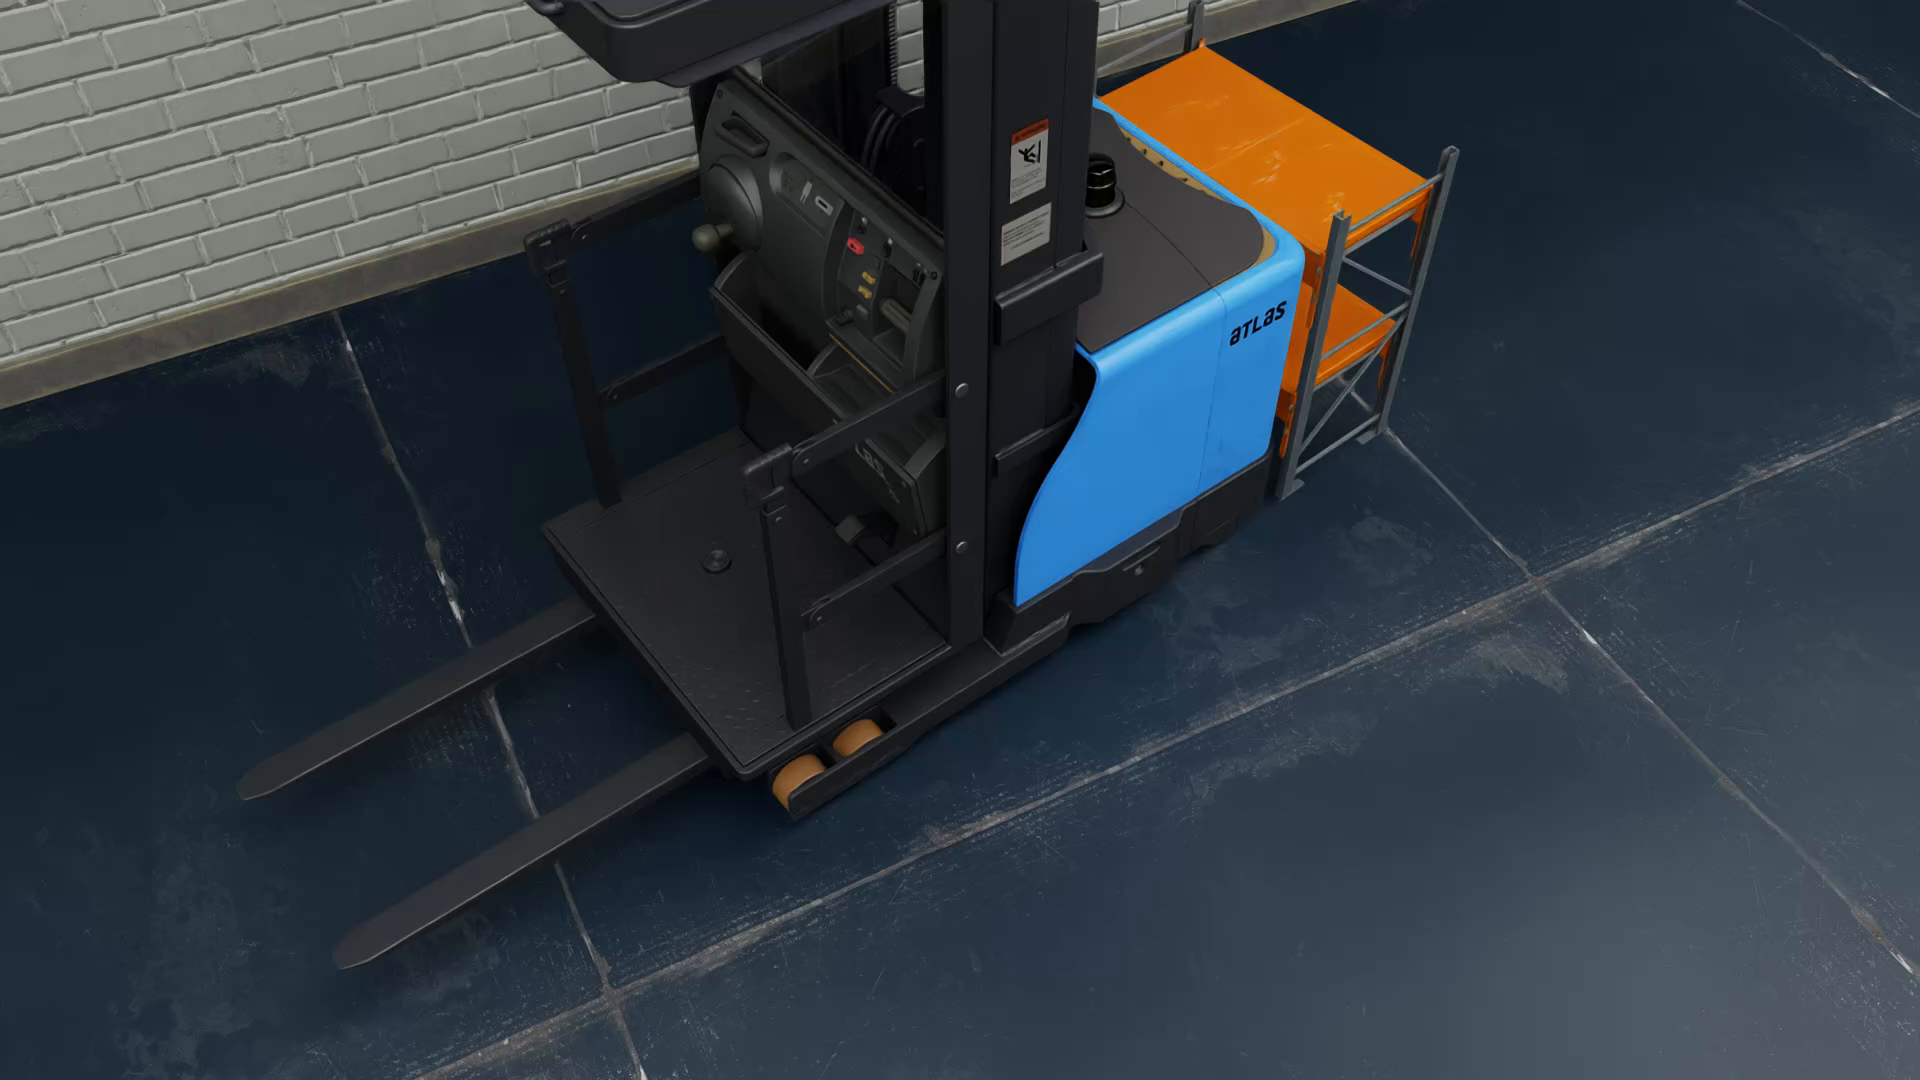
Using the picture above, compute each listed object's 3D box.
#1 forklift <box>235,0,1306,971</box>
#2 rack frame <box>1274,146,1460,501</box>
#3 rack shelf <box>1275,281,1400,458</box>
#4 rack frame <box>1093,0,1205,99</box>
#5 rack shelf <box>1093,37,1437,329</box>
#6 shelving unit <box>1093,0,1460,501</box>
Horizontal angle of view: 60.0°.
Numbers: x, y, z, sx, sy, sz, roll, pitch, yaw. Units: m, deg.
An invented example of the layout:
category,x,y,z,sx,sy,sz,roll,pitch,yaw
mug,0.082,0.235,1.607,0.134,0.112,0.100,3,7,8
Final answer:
category,x,y,z,sx,sy,sz,roll,pitch,yaw
forklift,-0.512,-0.667,3.886,3.031,2.935,1.130,-30,55,-24
rack frame,1.219,-0.626,5.051,0.500,1.125,0.032,-32,56,-25
rack shelf,0.895,-0.760,5.493,0.538,0.278,1.000,-32,56,-25
rack frame,0.571,-1.216,5.567,0.500,1.125,0.032,-32,56,-25
rack shelf,0.895,-1.114,5.088,0.538,0.278,1.000,-32,56,-25
shelving unit,0.895,-0.921,5.309,0.538,1.125,1.048,-32,56,-25
